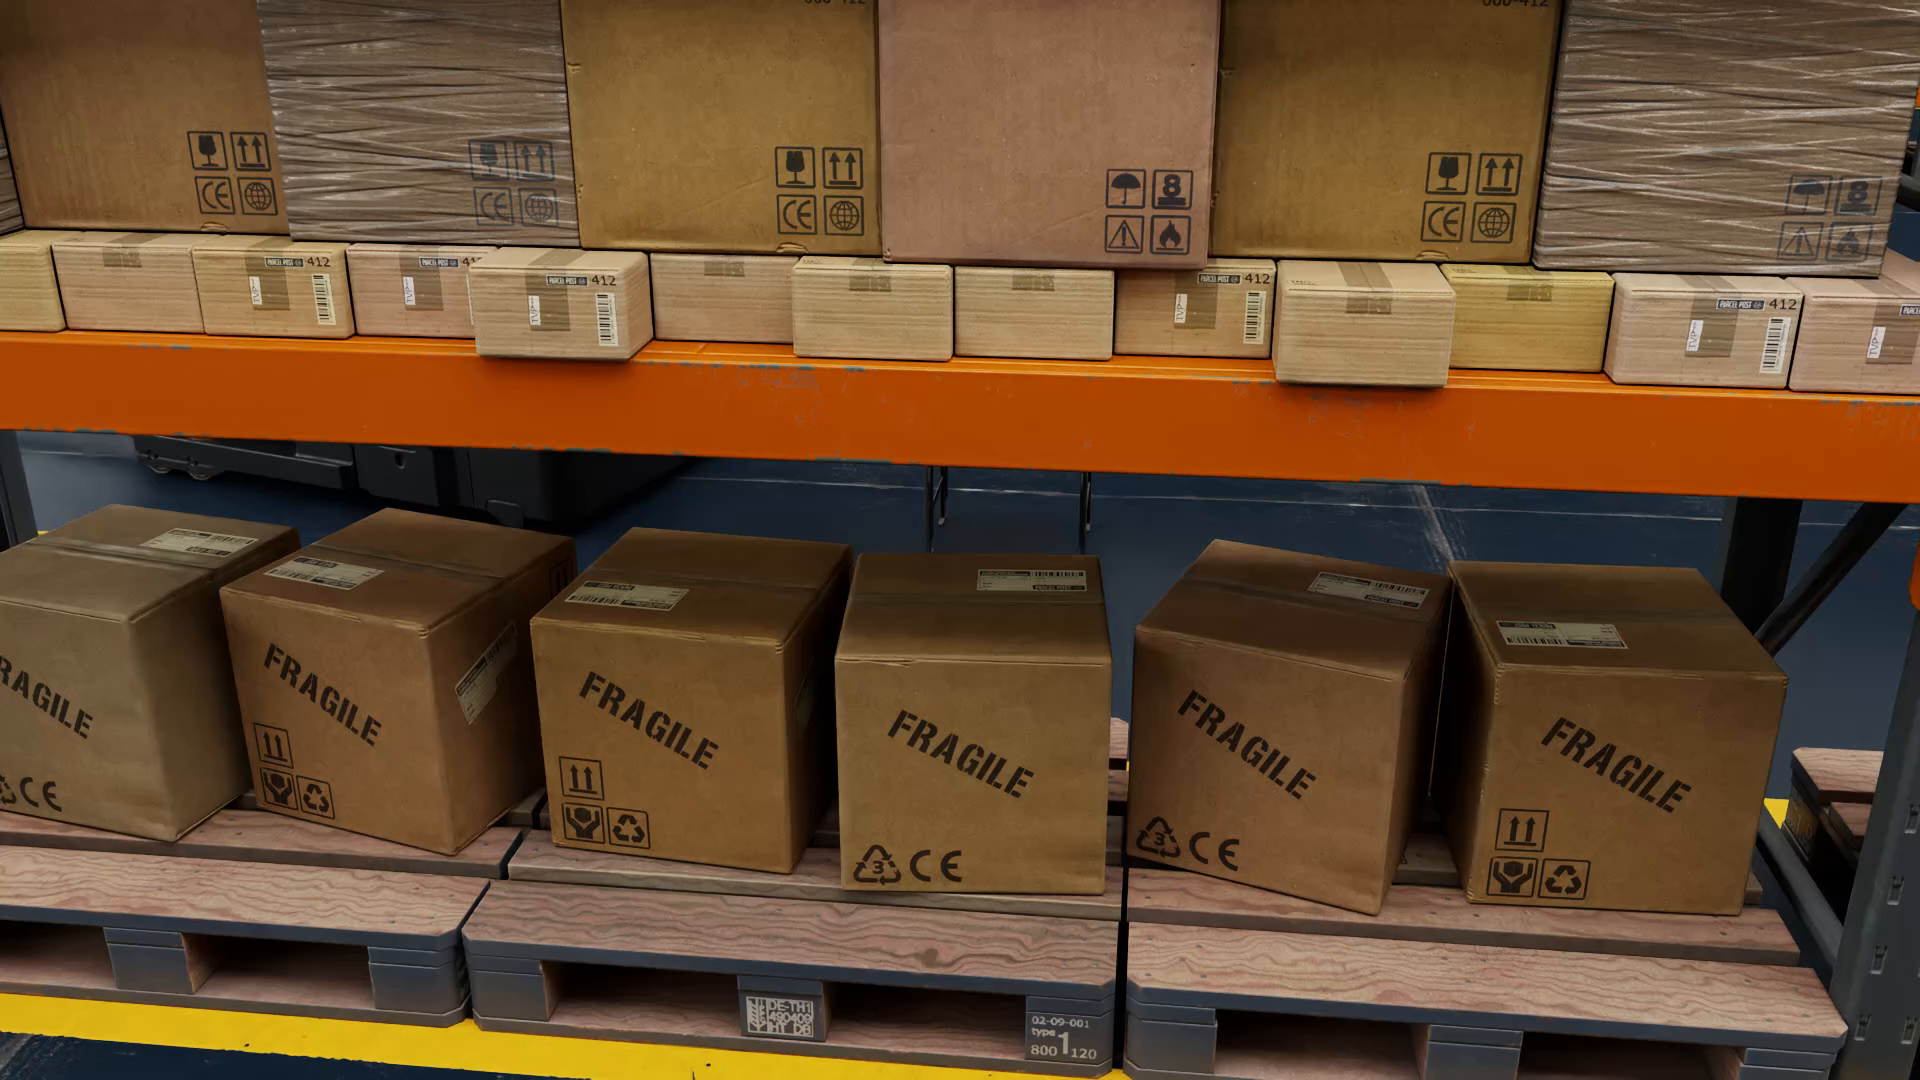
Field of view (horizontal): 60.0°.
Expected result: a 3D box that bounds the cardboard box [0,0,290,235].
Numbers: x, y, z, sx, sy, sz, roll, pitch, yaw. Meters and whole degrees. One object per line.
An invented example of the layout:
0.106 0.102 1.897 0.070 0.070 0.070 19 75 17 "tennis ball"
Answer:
-1.300 -0.911 3.123 0.500 0.500 0.875 2 22 6 "cardboard box"

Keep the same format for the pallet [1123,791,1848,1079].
0.948 0.716 3.341 1.213 0.211 1.003 2 22 6 "pallet"

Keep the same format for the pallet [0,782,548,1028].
-1.475 0.611 3.608 1.213 0.211 1.003 2 22 6 "pallet"

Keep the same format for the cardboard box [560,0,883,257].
-0.313 -0.847 2.962 0.500 0.500 0.875 2 22 6 "cardboard box"

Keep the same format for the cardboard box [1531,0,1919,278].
1.179 -0.791 2.821 0.500 0.500 0.875 2 22 6 "cardboard box"

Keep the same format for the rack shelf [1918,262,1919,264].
3.605 -0.143 2.701 4.000 0.370 1.077 2 22 6 "rack shelf"

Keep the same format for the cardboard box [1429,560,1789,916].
1.226 0.371 3.250 0.500 0.500 0.500 2 22 5 "cardboard box"

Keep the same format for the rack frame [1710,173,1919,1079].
1.619 -0.564 2.787 0.127 3.000 1.000 2 22 6 "rack frame"

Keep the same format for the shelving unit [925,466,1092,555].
0.164 -0.969 5.036 0.503 2.100 0.431 2 22 6 "shelving unit"

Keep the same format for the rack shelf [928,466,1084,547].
0.164 -0.306 5.298 0.480 0.518 0.431 2 22 6 "rack shelf"

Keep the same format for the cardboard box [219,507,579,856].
-1.138 0.276 3.490 0.500 0.500 0.500 8 23 20 "cardboard box"

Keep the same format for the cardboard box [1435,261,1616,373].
0.882 -0.397 2.705 0.250 0.149 0.380 2 22 6 "cardboard box"

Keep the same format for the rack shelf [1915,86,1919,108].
4.188 -1.952 7.275 4.000 0.370 1.077 2 22 6 "rack shelf"

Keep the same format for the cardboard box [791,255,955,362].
-0.117 -0.420 2.763 0.250 0.149 0.380 2 22 6 "cardboard box"

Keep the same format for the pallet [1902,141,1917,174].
7.497 -2.665 11.894 1.213 0.211 1.003 2 22 6 "pallet"

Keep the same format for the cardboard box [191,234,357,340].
-1.108 -0.470 2.892 0.250 0.149 0.380 2 22 6 "cardboard box"

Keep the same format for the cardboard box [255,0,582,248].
-0.808 -0.873 3.028 0.500 0.500 0.875 2 22 6 "cardboard box"

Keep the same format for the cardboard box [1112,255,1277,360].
0.388 -0.426 2.778 0.250 0.149 0.380 2 22 6 "cardboard box"

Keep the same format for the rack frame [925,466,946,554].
-0.078 -0.980 5.062 0.015 2.100 0.400 2 22 6 "rack frame"

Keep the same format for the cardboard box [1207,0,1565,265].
0.687 -0.826 2.908 0.500 0.500 0.875 2 22 6 "cardboard box"

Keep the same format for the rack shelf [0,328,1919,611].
-0.367 -0.316 3.139 4.000 0.370 1.077 2 22 6 "rack shelf"

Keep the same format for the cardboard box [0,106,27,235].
-1.810 -0.888 3.067 0.500 0.500 0.875 2 22 6 "cardboard box"

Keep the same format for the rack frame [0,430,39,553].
-2.353 -0.737 3.225 0.127 3.000 1.000 2 22 6 "rack frame"

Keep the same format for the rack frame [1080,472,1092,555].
0.407 -0.959 5.009 0.015 2.100 0.400 2 22 6 "rack frame"

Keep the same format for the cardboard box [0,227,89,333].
-1.606 -0.487 2.934 0.250 0.149 0.380 2 22 6 "cardboard box"

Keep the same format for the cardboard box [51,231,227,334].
-1.355 -0.484 2.926 0.250 0.149 0.380 2 22 6 "cardboard box"

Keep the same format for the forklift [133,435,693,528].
-2.438 -1.742 5.860 3.031 2.935 1.130 9 23 22 "forklift"

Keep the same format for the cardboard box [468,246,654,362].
-0.620 -0.421 2.766 0.250 0.149 0.380 2 22 6 "cardboard box"

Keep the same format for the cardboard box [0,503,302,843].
-1.735 0.263 3.524 0.500 0.500 0.500 7 23 16 "cardboard box"

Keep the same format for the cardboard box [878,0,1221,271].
0.178 -0.811 2.870 0.500 0.500 0.875 2 22 6 "cardboard box"

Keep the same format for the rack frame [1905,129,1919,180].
6.761 -4.008 11.498 0.127 3.000 1.000 2 22 6 "rack frame"

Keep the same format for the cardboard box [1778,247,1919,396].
1.371 -0.349 2.586 0.250 0.149 0.380 2 22 6 "cardboard box"

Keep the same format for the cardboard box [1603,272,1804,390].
1.124 -0.364 2.622 0.250 0.149 0.380 2 22 6 "cardboard box"

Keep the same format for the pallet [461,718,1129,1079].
-0.267 0.664 3.472 1.213 0.211 1.003 2 22 6 "pallet"

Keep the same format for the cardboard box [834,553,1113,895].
0.031 0.351 3.302 0.500 0.500 0.500 1 22 1 "cardboard box"

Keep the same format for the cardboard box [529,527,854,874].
-0.518 0.310 3.404 0.500 0.500 0.500 5 22 11 "cardboard box"

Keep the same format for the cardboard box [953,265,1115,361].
0.135 -0.422 2.768 0.250 0.149 0.380 2 22 6 "cardboard box"

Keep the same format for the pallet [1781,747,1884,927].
2.392 0.766 3.216 1.213 0.211 1.003 2 22 6 "pallet"

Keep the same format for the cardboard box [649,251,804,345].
-0.356 -0.459 2.861 0.250 0.149 0.380 2 22 6 "cardboard box"

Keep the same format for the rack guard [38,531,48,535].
-2.278 0.428 3.676 0.348 0.500 1.175 2 22 6 "rack guard"

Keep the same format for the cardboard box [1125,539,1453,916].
0.657 0.349 3.306 0.500 0.500 0.500 10 24 23 "cardboard box"

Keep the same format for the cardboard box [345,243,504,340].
-0.856 -0.470 2.889 0.250 0.149 0.380 2 22 6 "cardboard box"

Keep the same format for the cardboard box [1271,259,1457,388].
0.621 -0.367 2.629 0.250 0.149 0.380 2 22 6 "cardboard box"
